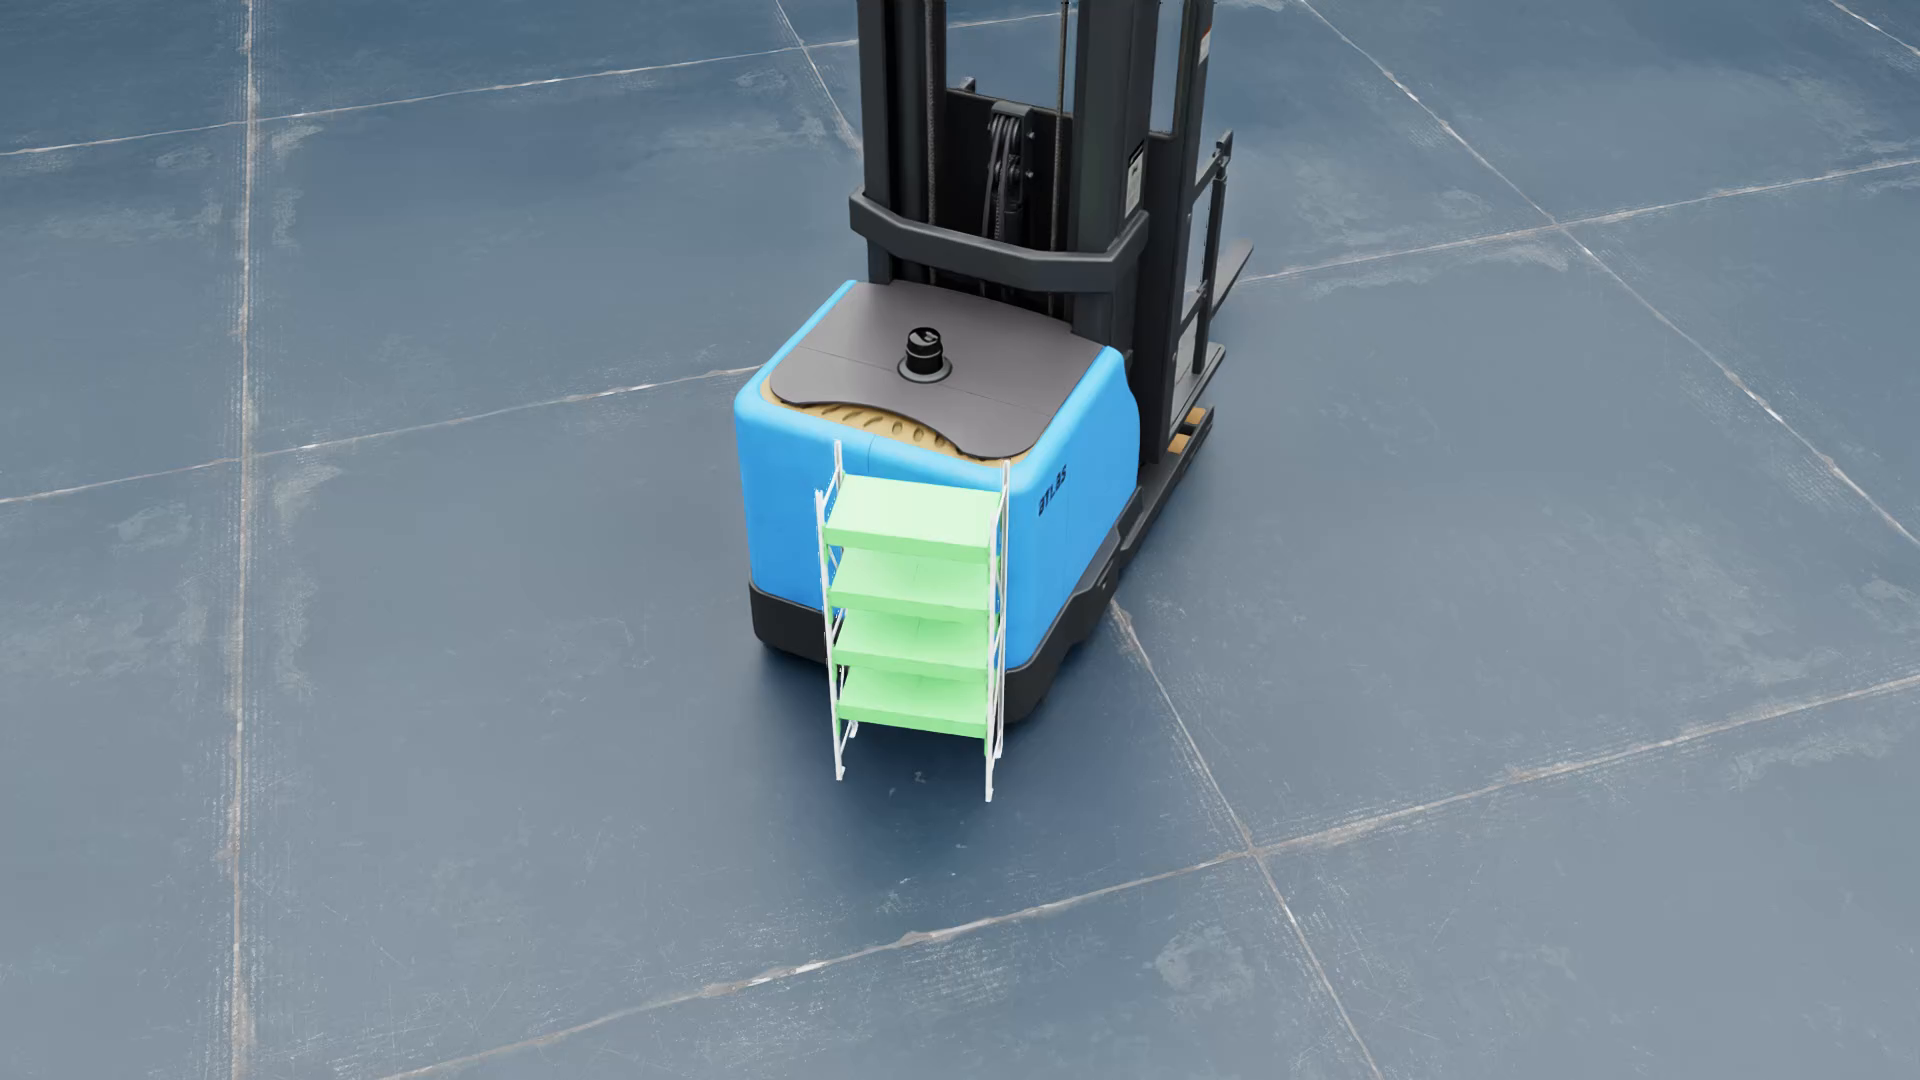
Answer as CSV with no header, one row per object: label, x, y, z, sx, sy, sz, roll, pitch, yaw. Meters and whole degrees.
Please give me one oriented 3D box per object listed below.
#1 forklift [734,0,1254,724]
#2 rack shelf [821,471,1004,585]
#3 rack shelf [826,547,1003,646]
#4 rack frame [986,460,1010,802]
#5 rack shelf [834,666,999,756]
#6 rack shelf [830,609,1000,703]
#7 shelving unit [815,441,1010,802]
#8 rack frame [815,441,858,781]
forklift,0.366,-1.472,5.707,1.130,2.935,3.031,17,44,19
rack shelf,-0.129,-0.037,4.748,0.480,0.148,0.258,7,42,8
rack shelf,-0.129,0.143,4.906,0.480,0.148,0.258,7,42,8
rack frame,0.111,0.305,4.988,0.015,1.200,0.240,7,42,8
rack shelf,-0.129,0.504,5.222,0.480,0.148,0.258,7,42,8
rack shelf,-0.129,0.324,5.064,0.480,0.148,0.258,7,42,8
shelving unit,-0.129,0.276,5.022,0.503,1.200,0.258,7,42,8
rack frame,-0.369,0.246,5.056,0.015,1.200,0.240,7,42,8
